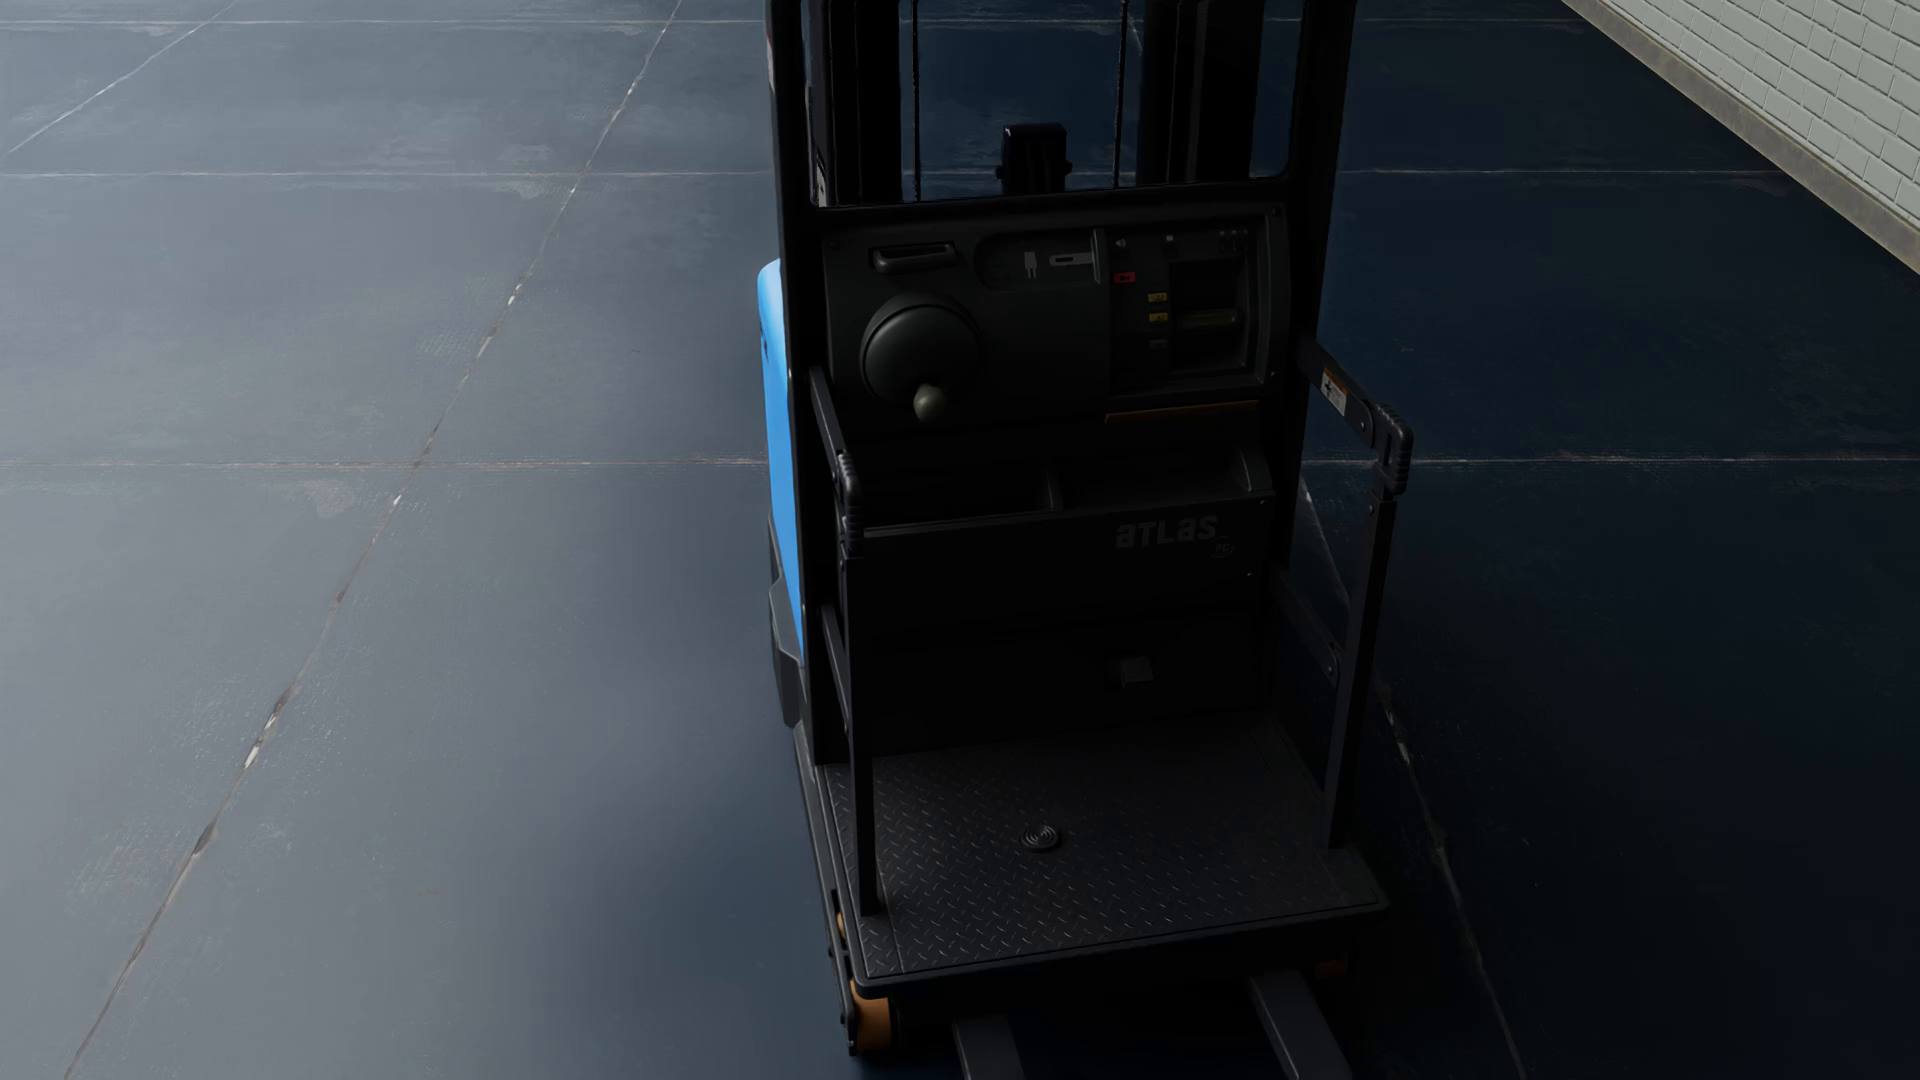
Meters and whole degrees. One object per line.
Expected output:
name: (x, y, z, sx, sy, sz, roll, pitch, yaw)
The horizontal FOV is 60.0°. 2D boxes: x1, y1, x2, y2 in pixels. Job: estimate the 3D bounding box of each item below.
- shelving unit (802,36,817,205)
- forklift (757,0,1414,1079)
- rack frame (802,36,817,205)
shelving unit: (0.089, -0.701, 4.959, 1.048, 1.500, 0.538, -5, 31, -8)
forklift: (0.243, -0.394, 3.074, 1.130, 2.935, 3.031, -6, 32, -10)
rack frame: (-0.413, -0.659, 4.890, 0.032, 1.500, 0.500, -5, 31, -8)
